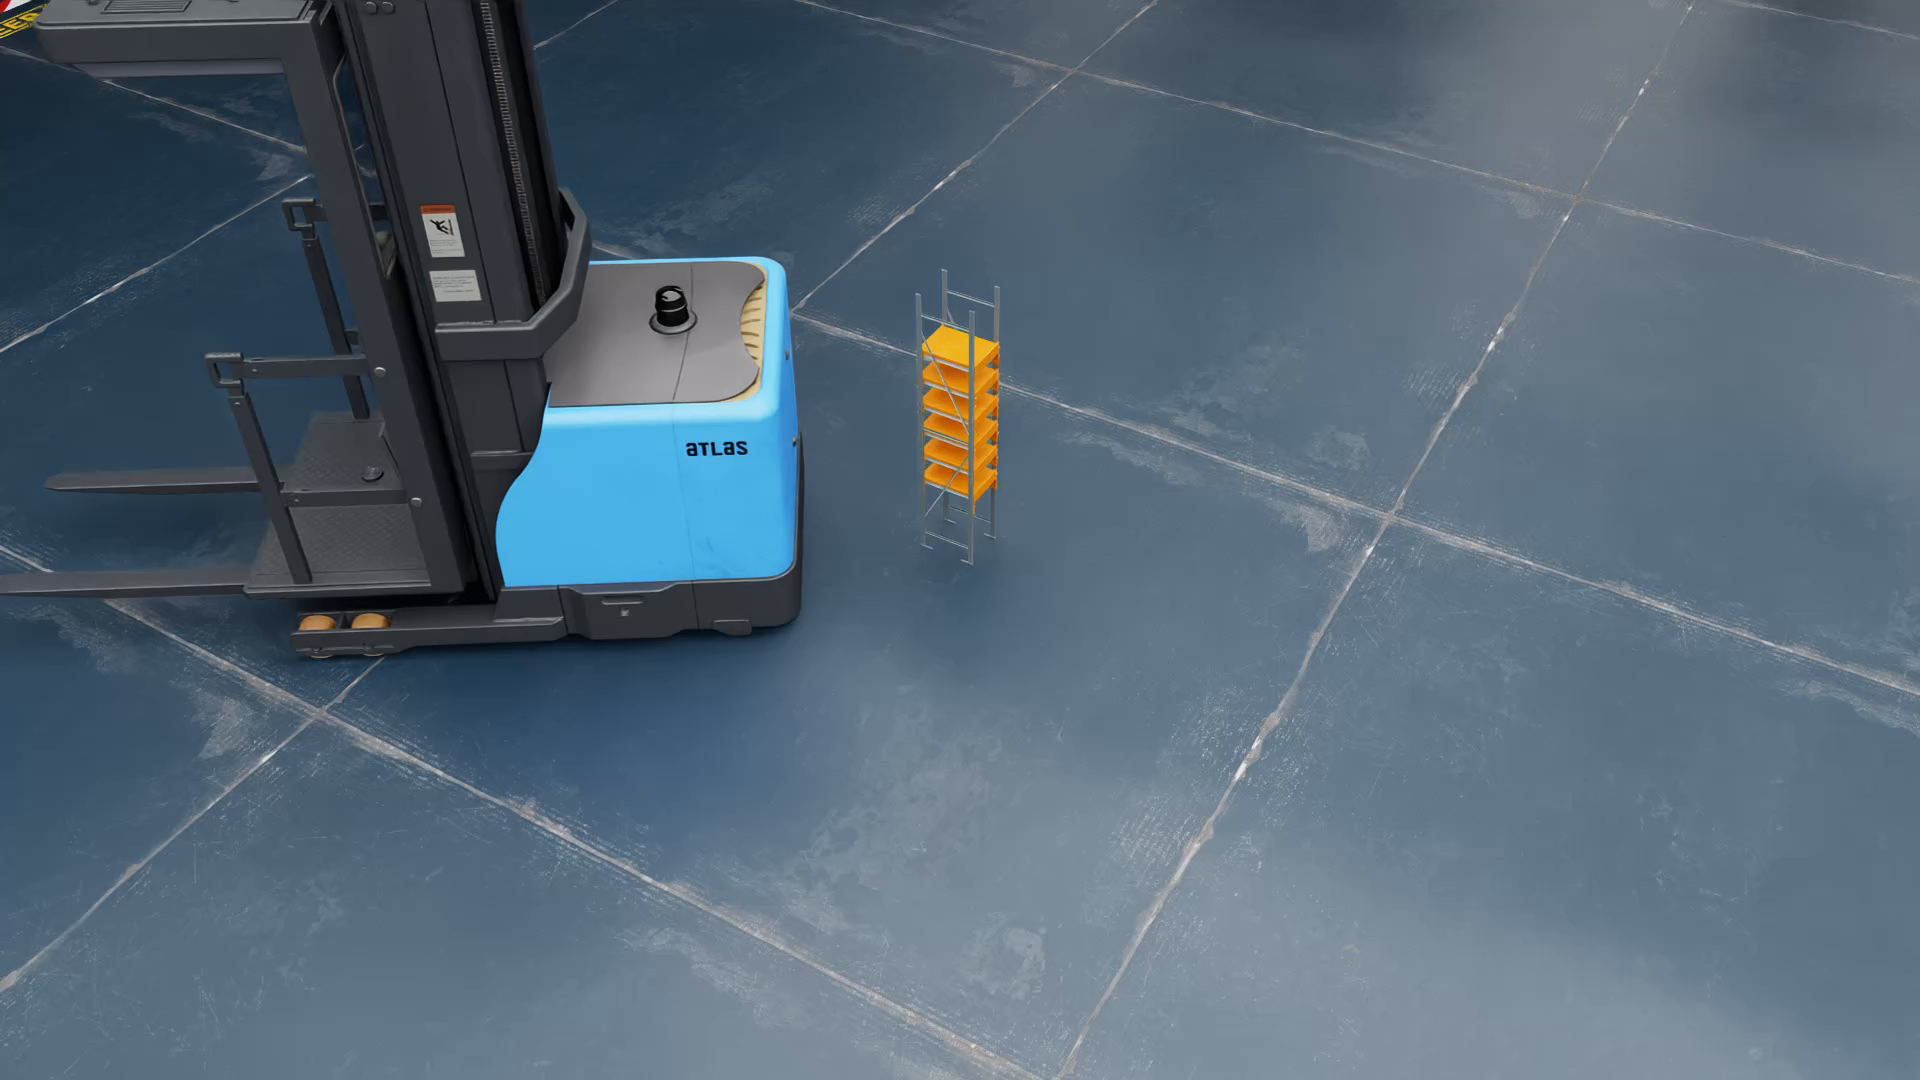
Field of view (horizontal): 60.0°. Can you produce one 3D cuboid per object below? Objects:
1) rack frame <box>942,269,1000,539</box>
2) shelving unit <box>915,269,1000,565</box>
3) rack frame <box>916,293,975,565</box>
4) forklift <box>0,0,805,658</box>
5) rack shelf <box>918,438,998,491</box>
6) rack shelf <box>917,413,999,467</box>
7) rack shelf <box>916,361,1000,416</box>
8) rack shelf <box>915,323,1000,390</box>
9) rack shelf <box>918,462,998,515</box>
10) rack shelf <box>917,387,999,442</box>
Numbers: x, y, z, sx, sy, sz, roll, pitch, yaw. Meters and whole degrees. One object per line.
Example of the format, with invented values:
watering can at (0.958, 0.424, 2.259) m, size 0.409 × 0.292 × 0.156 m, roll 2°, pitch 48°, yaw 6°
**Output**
rack frame at (0.039, -0.494, 6.404) m, size 0.240 × 1.200 × 0.006 m, roll 21°, pitch 45°, yaw 22°
shelving unit at (-0.007, -0.442, 6.344) m, size 0.258 × 1.200 × 0.189 m, roll 21°, pitch 45°, yaw 22°
rack frame at (-0.053, -0.390, 6.285) m, size 0.240 × 1.200 × 0.006 m, roll 21°, pitch 45°, yaw 22°
forklift at (-2.143, -1.017, 5.687) m, size 3.031 × 2.935 × 1.130 m, roll -2°, pitch 41°, yaw -2°
rack shelf at (-0.007, -0.319, 6.453) m, size 0.258 × 0.103 × 0.180 m, roll 21°, pitch 45°, yaw 22°
rack shelf at (-0.007, -0.409, 6.373) m, size 0.258 × 0.103 × 0.180 m, roll 21°, pitch 45°, yaw 22°
rack shelf at (-0.007, -0.589, 6.215) m, size 0.258 × 0.103 × 0.180 m, roll 21°, pitch 45°, yaw 22°
rack shelf at (-0.007, -0.679, 6.135) m, size 0.258 × 0.103 × 0.180 m, roll 21°, pitch 45°, yaw 22°
rack shelf at (-0.007, -0.229, 6.532) m, size 0.258 × 0.103 × 0.180 m, roll 21°, pitch 45°, yaw 22°
rack shelf at (-0.007, -0.499, 6.294) m, size 0.258 × 0.103 × 0.180 m, roll 21°, pitch 45°, yaw 22°
